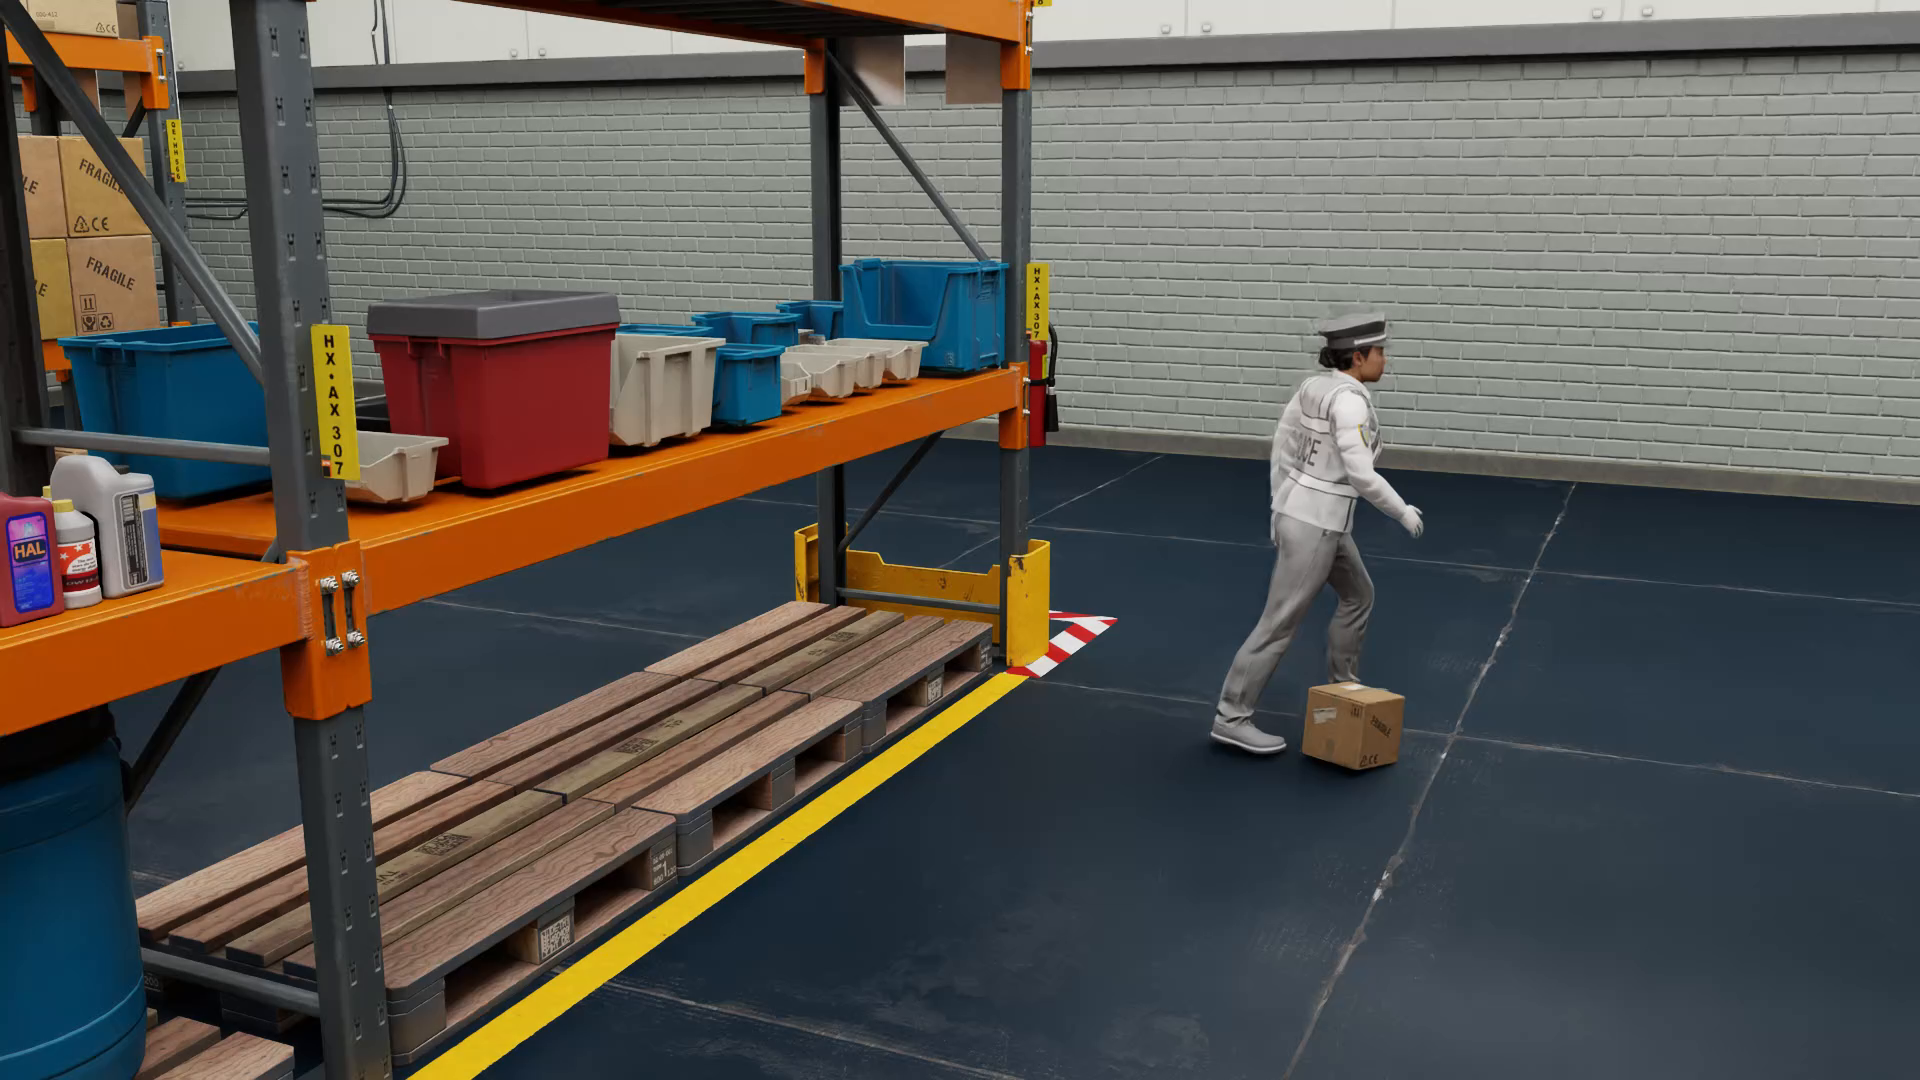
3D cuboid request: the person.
[{"bbox_3d":[1.328,-0.044,6.203,0.769,1.618,0.631,0,12,1],"label":"person"}]
